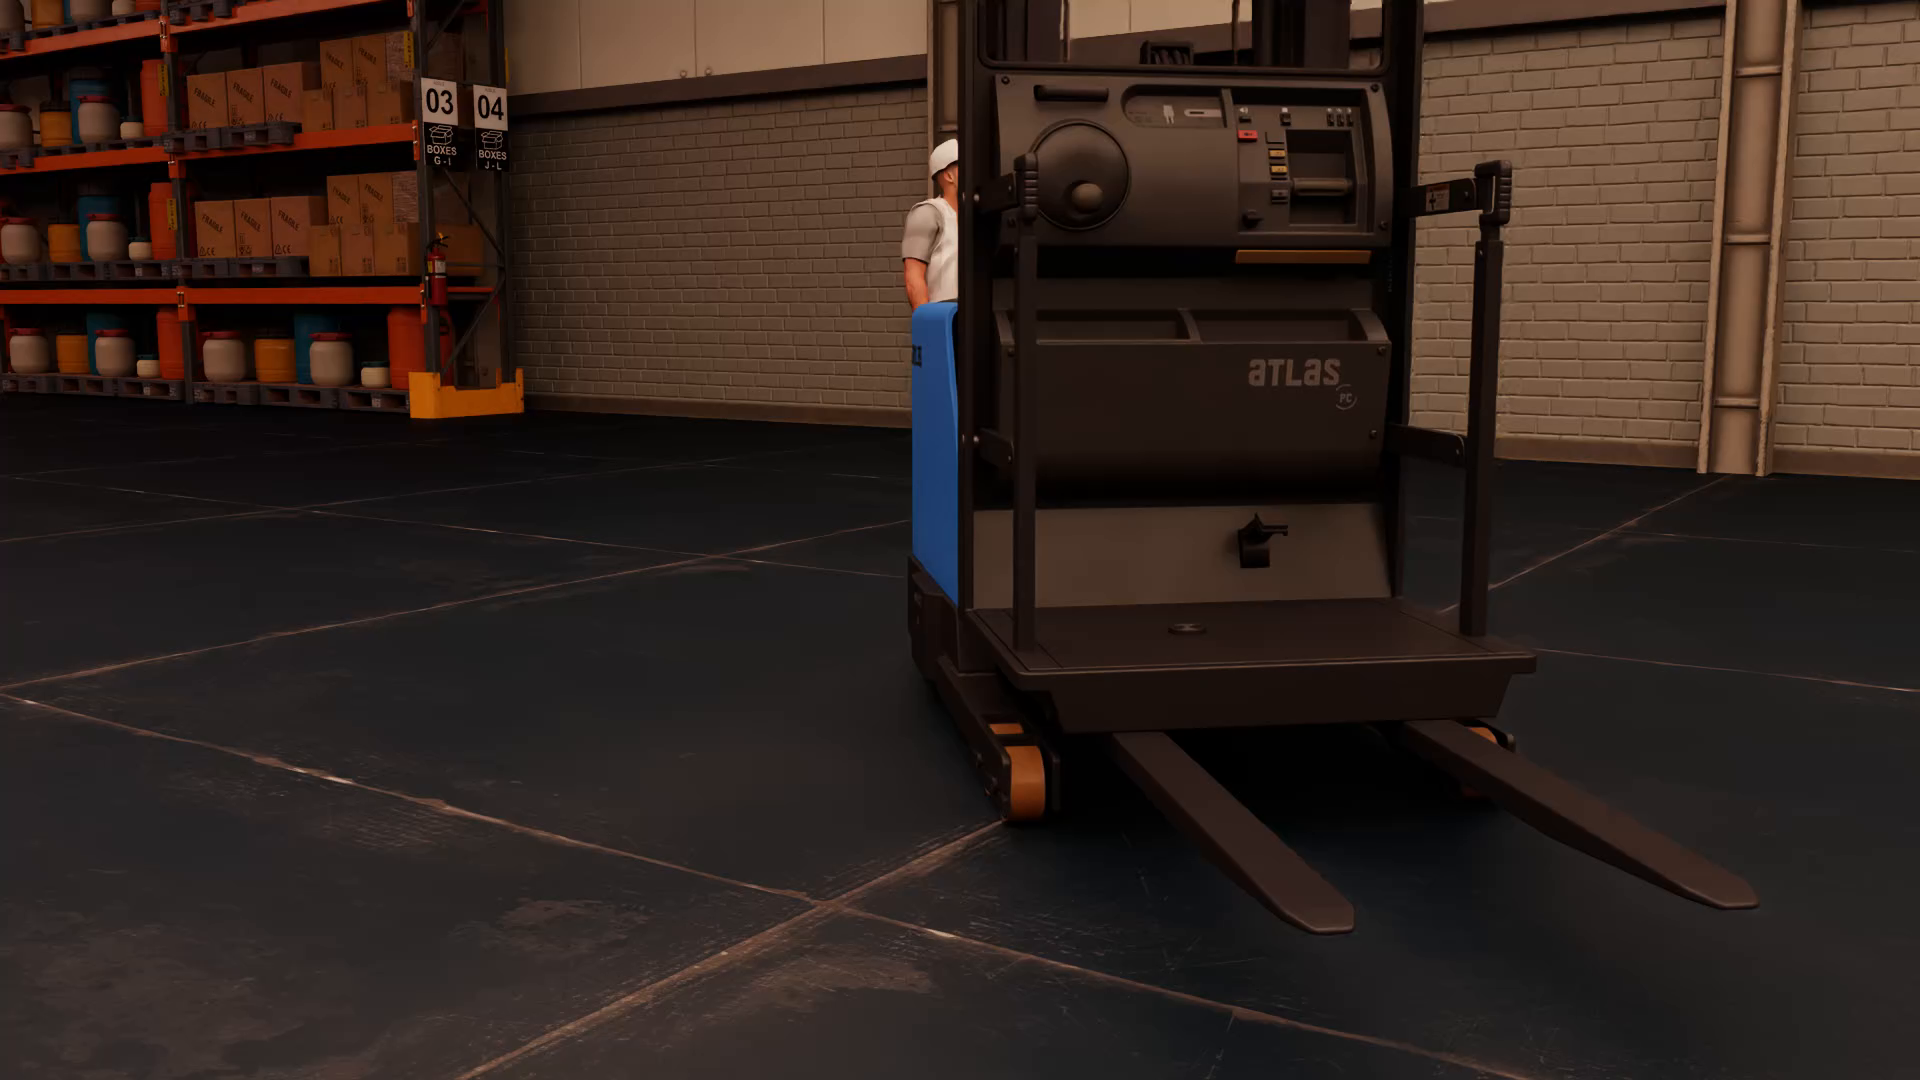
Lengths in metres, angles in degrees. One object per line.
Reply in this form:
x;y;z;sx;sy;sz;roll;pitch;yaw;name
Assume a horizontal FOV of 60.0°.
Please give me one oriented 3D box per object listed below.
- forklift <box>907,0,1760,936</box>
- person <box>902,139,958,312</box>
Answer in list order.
0.577;-0.915;3.624;1.130;2.935;3.031;-1;8;-9;forklift
0.061;-0.885;7.423;0.562;1.789;0.638;5;10;34;person
